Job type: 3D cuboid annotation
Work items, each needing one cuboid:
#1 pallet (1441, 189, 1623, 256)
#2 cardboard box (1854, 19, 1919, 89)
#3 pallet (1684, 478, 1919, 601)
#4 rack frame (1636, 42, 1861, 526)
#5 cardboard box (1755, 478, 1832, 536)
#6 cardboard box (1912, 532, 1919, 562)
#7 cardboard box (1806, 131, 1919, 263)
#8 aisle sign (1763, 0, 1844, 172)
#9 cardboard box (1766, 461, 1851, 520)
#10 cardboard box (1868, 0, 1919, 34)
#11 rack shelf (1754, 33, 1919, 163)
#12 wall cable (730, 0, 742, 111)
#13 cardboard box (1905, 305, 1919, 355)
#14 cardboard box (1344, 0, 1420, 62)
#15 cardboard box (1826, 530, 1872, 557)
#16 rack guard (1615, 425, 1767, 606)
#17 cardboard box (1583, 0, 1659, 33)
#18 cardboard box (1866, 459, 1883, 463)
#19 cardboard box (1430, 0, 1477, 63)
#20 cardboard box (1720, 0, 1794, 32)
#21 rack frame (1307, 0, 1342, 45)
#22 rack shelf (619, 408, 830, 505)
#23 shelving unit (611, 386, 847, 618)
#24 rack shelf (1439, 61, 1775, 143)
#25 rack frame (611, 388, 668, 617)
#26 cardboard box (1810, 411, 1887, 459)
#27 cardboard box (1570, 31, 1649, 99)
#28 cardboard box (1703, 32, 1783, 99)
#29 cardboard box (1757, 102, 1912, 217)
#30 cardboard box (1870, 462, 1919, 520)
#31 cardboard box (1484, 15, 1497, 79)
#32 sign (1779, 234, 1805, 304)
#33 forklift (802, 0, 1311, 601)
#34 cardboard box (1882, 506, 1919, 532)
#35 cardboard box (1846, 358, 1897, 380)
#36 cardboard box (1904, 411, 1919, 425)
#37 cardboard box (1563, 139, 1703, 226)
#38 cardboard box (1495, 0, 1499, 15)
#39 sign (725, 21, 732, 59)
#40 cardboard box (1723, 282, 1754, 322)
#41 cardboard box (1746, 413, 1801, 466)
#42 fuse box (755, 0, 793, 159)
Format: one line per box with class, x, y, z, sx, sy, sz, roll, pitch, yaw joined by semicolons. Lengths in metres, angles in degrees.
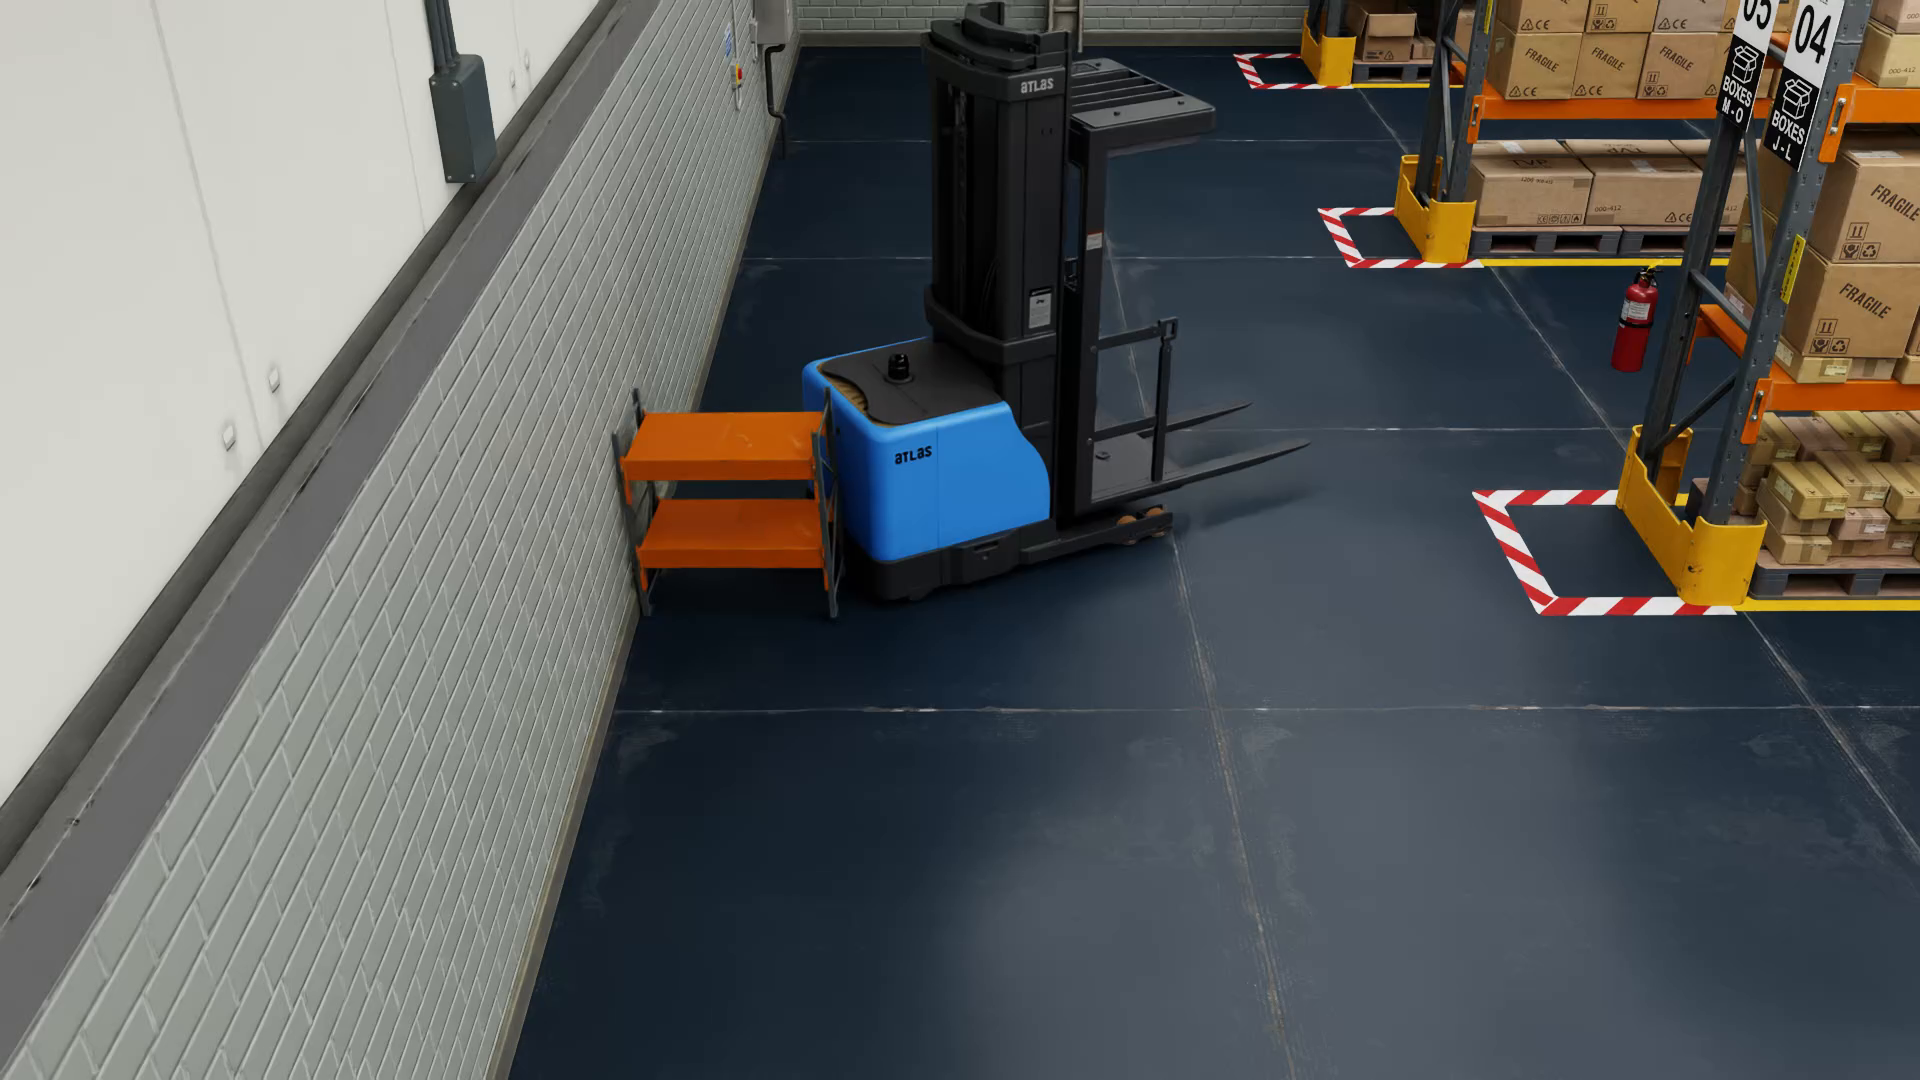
pallet;4.709;-2.647;13.798;1.213;0.211;1.003;0;31;0
cardboard box;4.491;-2.315;7.817;0.500;0.250;0.500;1;31;1
pallet;4.929;-0.021;9.470;1.213;0.211;1.003;0;31;0
rack frame;4.041;-1.228;8.772;0.127;3.000;1.000;0;31;0
cardboard box;4.566;-0.185;9.109;0.250;0.149;0.380;1;31;2
cardboard box;5.332;-0.016;9.118;0.250;0.149;0.380;0;31;0
cardboard box;4.491;-1.689;8.185;0.500;0.500;0.500;0;31;-1
aisle sign;3.969;-2.184;7.841;0.004;0.787;0.394;0;31;0
cardboard box;4.567;-0.269;8.960;0.250;0.149;0.380;-2;31;-3
cardboard box;4.491;-2.527;7.683;0.500;0.250;0.500;0;31;0
rack shelf;6.041;-2.209;8.191;4.000;0.370;1.077;0;31;0
wall cable;-1.729;-4.214;12.683;0.123;1.953;0.585;0;31;0
cardboard box;5.026;-1.271;8.459;0.500;0.500;0.500;0;31;0
cardboard box;4.488;-5.435;17.708;0.637;0.503;0.797;-1;31;-2
cardboard box;4.828;-0.068;9.203;0.250;0.149;0.380;0;31;0
rack guard;4.117;-0.160;9.421;0.348;0.500;1.175;0;31;0
cardboard box;4.908;-4.125;12.486;0.500;0.500;0.500;-1;31;-2
cardboard box;5.086;-0.468;9.576;0.250;0.149;0.380;-1;31;-2
cardboard box;5.343;-5.416;17.680;0.500;0.500;0.700;1;31;2
cardboard box;5.922;-4.133;12.498;0.500;0.500;0.500;0;31;0
rack frame;3.876;-6.370;17.247;0.127;3.000;1.000;0;31;0
rack shelf;-1.204;-0.439;8.659;1.000;0.278;0.538;0;33;5
shelving unit;-1.191;-0.193;8.817;1.048;1.125;0.538;0;33;5
rack shelf;5.910;-3.494;13.200;4.000;0.370;1.077;0;31;0
rack frame;-1.697;-0.193;8.858;0.032;1.125;0.500;0;33;5
cardboard box;5.078;-0.614;9.530;0.250;0.149;0.380;-1;31;-1
cardboard box;4.897;-3.707;12.761;0.500;0.500;0.500;-1;31;-1
cardboard box;5.907;-3.710;12.765;0.500;0.500;0.500;1;31;1
cardboard box;4.497;-1.956;8.625;0.500;0.500;0.500;-1;31;-1
cardboard box;5.094;-0.266;8.956;0.250;0.149;0.380;0;31;0
cardboard box;4.390;-3.977;13.206;0.500;0.500;0.500;0;31;0
sign;4.044;-1.317;8.083;0.005;0.325;0.100;0;31;0
forklift;0.660;-1.450;9.204;3.031;2.935;1.130;-15;34;-23
cardboard box;5.084;-0.203;9.139;0.250;0.149;0.380;0;31;0
cardboard box;4.621;-0.974;8.595;0.250;0.149;0.380;1;31;1
cardboard box;5.606;-0.612;9.526;0.250;0.149;0.380;1;31;2
cardboard box;5.484;-2.941;13.660;0.875;0.438;0.875;1;31;1
cardboard box;4.390;-4.391;12.924;0.500;0.500;0.500;1;31;1
sign;-1.790;-3.856;12.843;0.001;0.218;0.327;0;31;0
cardboard box;4.365;-1.269;9.080;0.250;0.149;0.380;0;31;0
cardboard box;4.568;-0.577;9.468;0.250;0.149;0.380;0;31;0
fuse box;-1.596;-4.305;15.085;0.414;1.711;0.539;0;31;0
